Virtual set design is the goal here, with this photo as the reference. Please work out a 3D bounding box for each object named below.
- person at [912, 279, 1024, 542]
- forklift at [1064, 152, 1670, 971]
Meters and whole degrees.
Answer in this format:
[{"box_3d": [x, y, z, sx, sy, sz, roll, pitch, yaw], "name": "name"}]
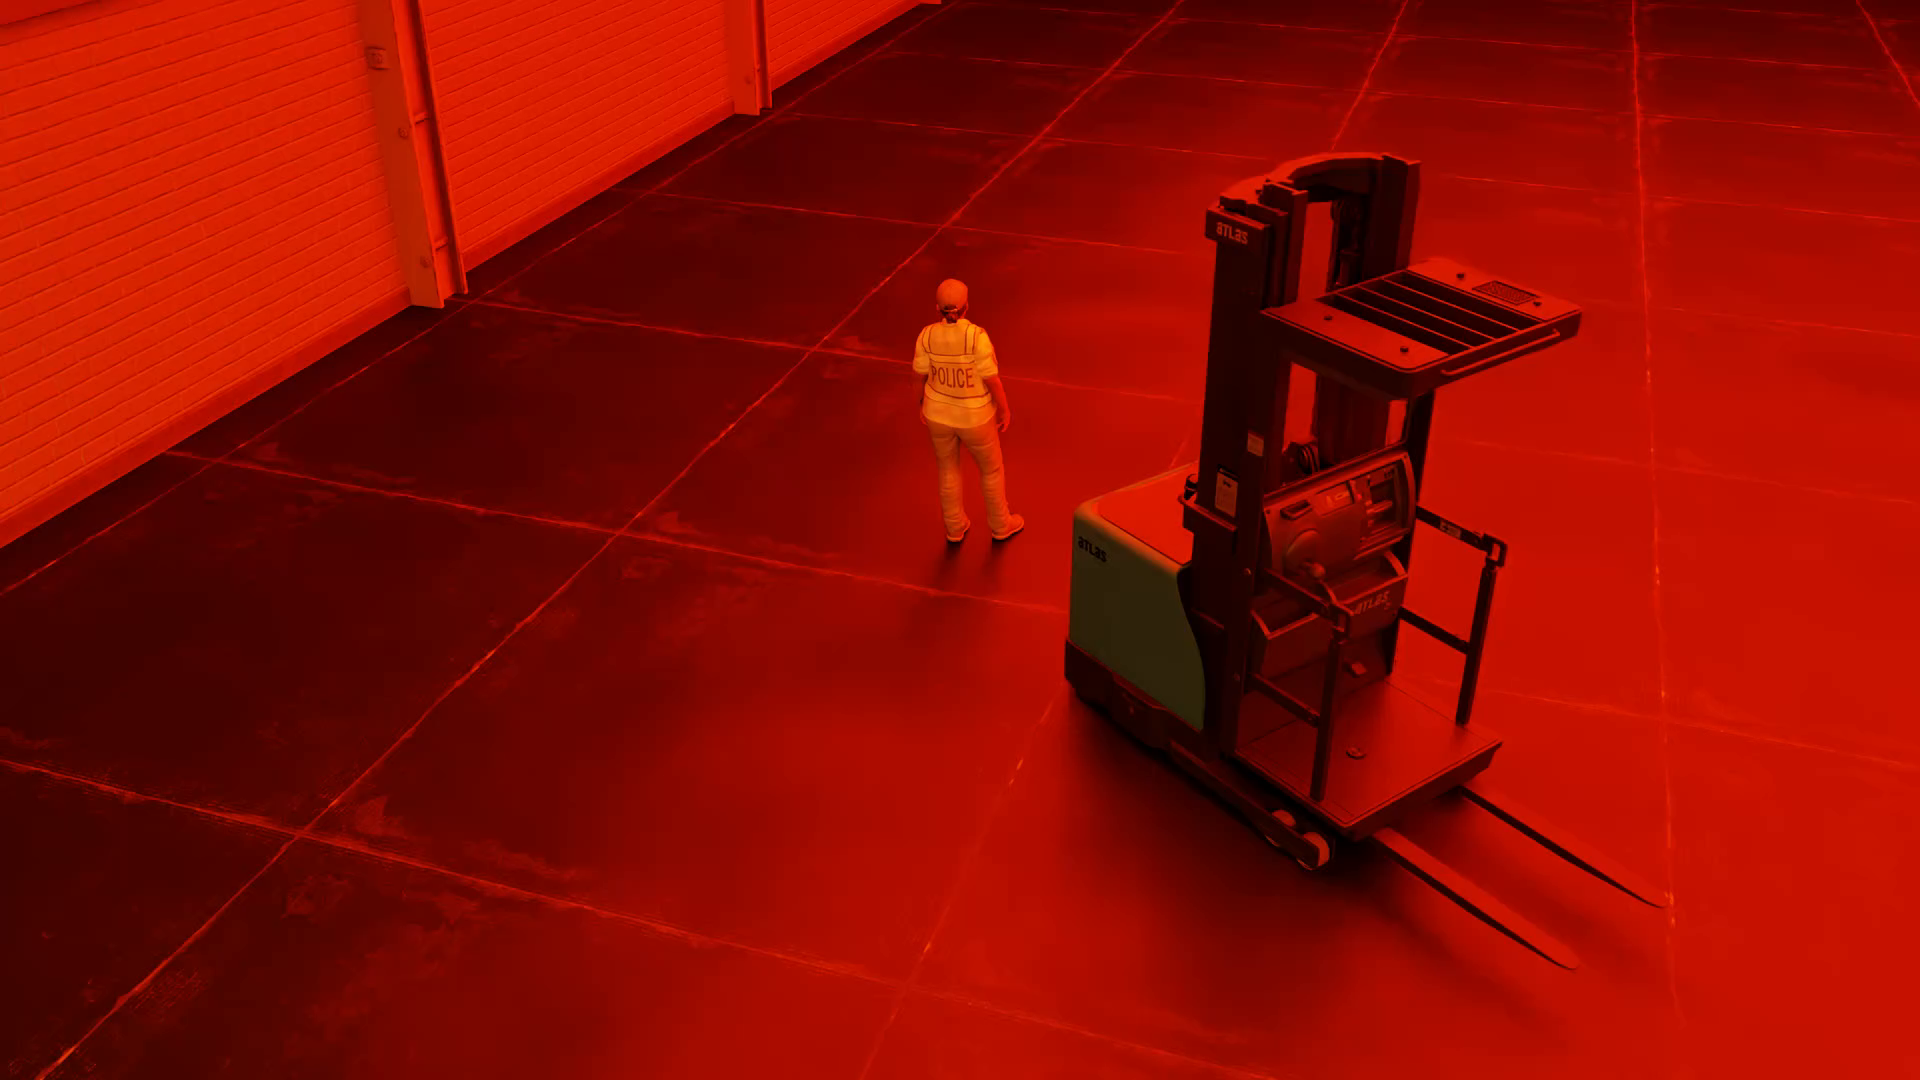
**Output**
[{"box_3d": [0.047, -0.762, 9.737, 0.598, 1.670, 0.529, 10, 31, 16], "name": "person"}, {"box_3d": [1.820, -0.065, 7.251, 1.130, 2.935, 3.031, -20, 35, -31], "name": "forklift"}]
